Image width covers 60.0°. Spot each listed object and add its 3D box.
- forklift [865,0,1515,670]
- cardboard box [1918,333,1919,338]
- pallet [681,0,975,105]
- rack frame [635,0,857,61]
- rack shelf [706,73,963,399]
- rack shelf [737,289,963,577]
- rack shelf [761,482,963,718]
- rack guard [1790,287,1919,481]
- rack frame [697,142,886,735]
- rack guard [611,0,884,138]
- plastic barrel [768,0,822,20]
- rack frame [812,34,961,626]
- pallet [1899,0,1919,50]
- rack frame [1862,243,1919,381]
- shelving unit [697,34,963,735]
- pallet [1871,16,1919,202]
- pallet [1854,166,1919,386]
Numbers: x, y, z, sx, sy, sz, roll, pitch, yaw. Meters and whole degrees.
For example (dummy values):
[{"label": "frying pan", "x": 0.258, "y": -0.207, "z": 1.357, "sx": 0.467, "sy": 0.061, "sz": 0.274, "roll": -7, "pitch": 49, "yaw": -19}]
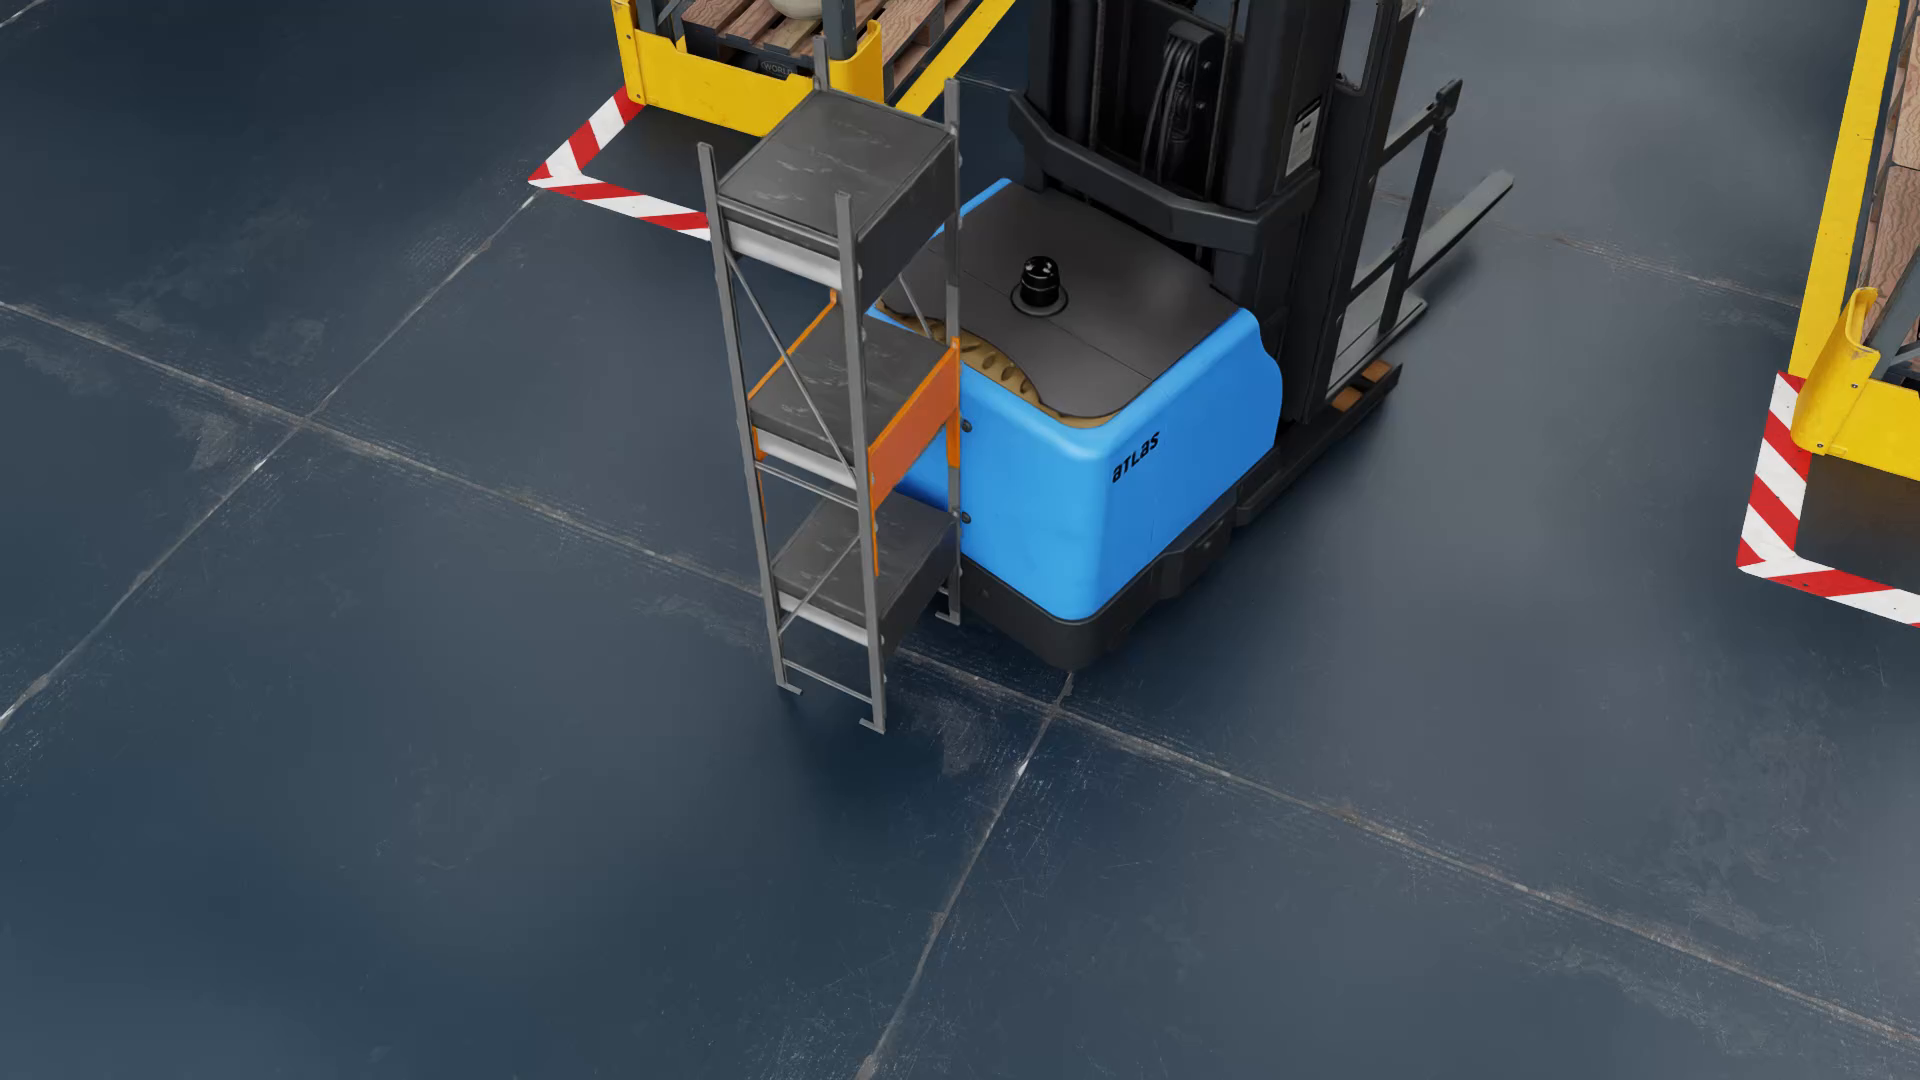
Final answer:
[{"label": "forklift", "x": 0.979, "y": -1.580, "z": 5.170, "sx": 1.130, "sy": 2.935, "sz": 3.031, "roll": 34, "pitch": 58, "yaw": 26}, {"label": "cardboard box", "x": 3.862, "y": -0.945, "z": 5.950, "sx": 0.500, "sy": 0.500, "sz": 0.500, "roll": 29, "pitch": 55, "yaw": 22}, {"label": "pallet", "x": -0.557, "y": -2.528, "z": 7.762, "sx": 1.003, "sy": 0.211, "sz": 1.213, "roll": 20, "pitch": 52, "yaw": 16}, {"label": "rack frame", "x": -0.899, "y": -2.806, "z": 6.168, "sx": 1.000, "sy": 3.000, "sz": 0.127, "roll": 20, "pitch": 52, "yaw": 16}, {"label": "rack shelf", "x": -0.297, "y": -0.751, "z": 4.108, "sx": 0.431, "sy": 0.518, "sz": 0.480, "roll": 23, "pitch": 54, "yaw": 18}, {"label": "rack shelf", "x": -0.296, "y": -0.299, "z": 4.642, "sx": 0.431, "sy": 0.518, "sz": 0.480, "roll": 23, "pitch": 54, "yaw": 18}, {"label": "rack shelf", "x": -0.295, "y": 0.153, "z": 5.177, "sx": 0.431, "sy": 0.518, "sz": 0.480, "roll": 23, "pitch": 54, "yaw": 18}, {"label": "rack guard", "x": 3.612, "y": -0.437, "z": 5.793, "sx": 1.175, "sy": 0.500, "sz": 0.348, "roll": 20, "pitch": 52, "yaw": 16}, {"label": "rack frame", "x": -0.414, "y": -0.145, "z": 4.494, "sx": 0.400, "sy": 2.100, "sz": 0.015, "roll": 23, "pitch": 54, "yaw": 18}, {"label": "rack guard", "x": -0.909, "y": -2.064, "z": 7.178, "sx": 1.175, "sy": 0.500, "sz": 0.348, "roll": 20, "pitch": 52, "yaw": 16}, {"label": "plastic barrel", "x": -0.686, "y": -2.614, "z": 7.363, "sx": 0.421, "sy": 0.512, "sz": 0.421, "roll": 0, "pitch": 50, "yaw": 0}, {"label": "rack frame", "x": -0.178, "y": -0.471, "z": 4.770, "sx": 0.400, "sy": 2.100, "sz": 0.015, "roll": 23, "pitch": 54, "yaw": 18}, {"label": "pallet", "x": 5.034, "y": -2.571, "z": 7.799, "sx": 1.003, "sy": 0.211, "sz": 1.213, "roll": 20, "pitch": 52, "yaw": 16}, {"label": "rack frame", "x": 3.580, "y": -1.195, "z": 4.797, "sx": 1.000, "sy": 3.000, "sz": 0.127, "roll": 20, "pitch": 52, "yaw": 16}, {"label": "shelving unit", "x": -0.296, "y": -0.308, "z": 4.632, "sx": 0.431, "sy": 2.100, "sz": 0.503, "roll": 23, "pitch": 54, "yaw": 18}, {"label": "pallet", "x": 4.514, "y": -1.728, "z": 7.082, "sx": 1.003, "sy": 0.211, "sz": 1.213, "roll": 20, "pitch": 52, "yaw": 16}, {"label": "pallet", "x": 3.991, "y": -0.891, "z": 6.370, "sx": 1.003, "sy": 0.211, "sz": 1.213, "roll": 20, "pitch": 52, "yaw": 16}]
